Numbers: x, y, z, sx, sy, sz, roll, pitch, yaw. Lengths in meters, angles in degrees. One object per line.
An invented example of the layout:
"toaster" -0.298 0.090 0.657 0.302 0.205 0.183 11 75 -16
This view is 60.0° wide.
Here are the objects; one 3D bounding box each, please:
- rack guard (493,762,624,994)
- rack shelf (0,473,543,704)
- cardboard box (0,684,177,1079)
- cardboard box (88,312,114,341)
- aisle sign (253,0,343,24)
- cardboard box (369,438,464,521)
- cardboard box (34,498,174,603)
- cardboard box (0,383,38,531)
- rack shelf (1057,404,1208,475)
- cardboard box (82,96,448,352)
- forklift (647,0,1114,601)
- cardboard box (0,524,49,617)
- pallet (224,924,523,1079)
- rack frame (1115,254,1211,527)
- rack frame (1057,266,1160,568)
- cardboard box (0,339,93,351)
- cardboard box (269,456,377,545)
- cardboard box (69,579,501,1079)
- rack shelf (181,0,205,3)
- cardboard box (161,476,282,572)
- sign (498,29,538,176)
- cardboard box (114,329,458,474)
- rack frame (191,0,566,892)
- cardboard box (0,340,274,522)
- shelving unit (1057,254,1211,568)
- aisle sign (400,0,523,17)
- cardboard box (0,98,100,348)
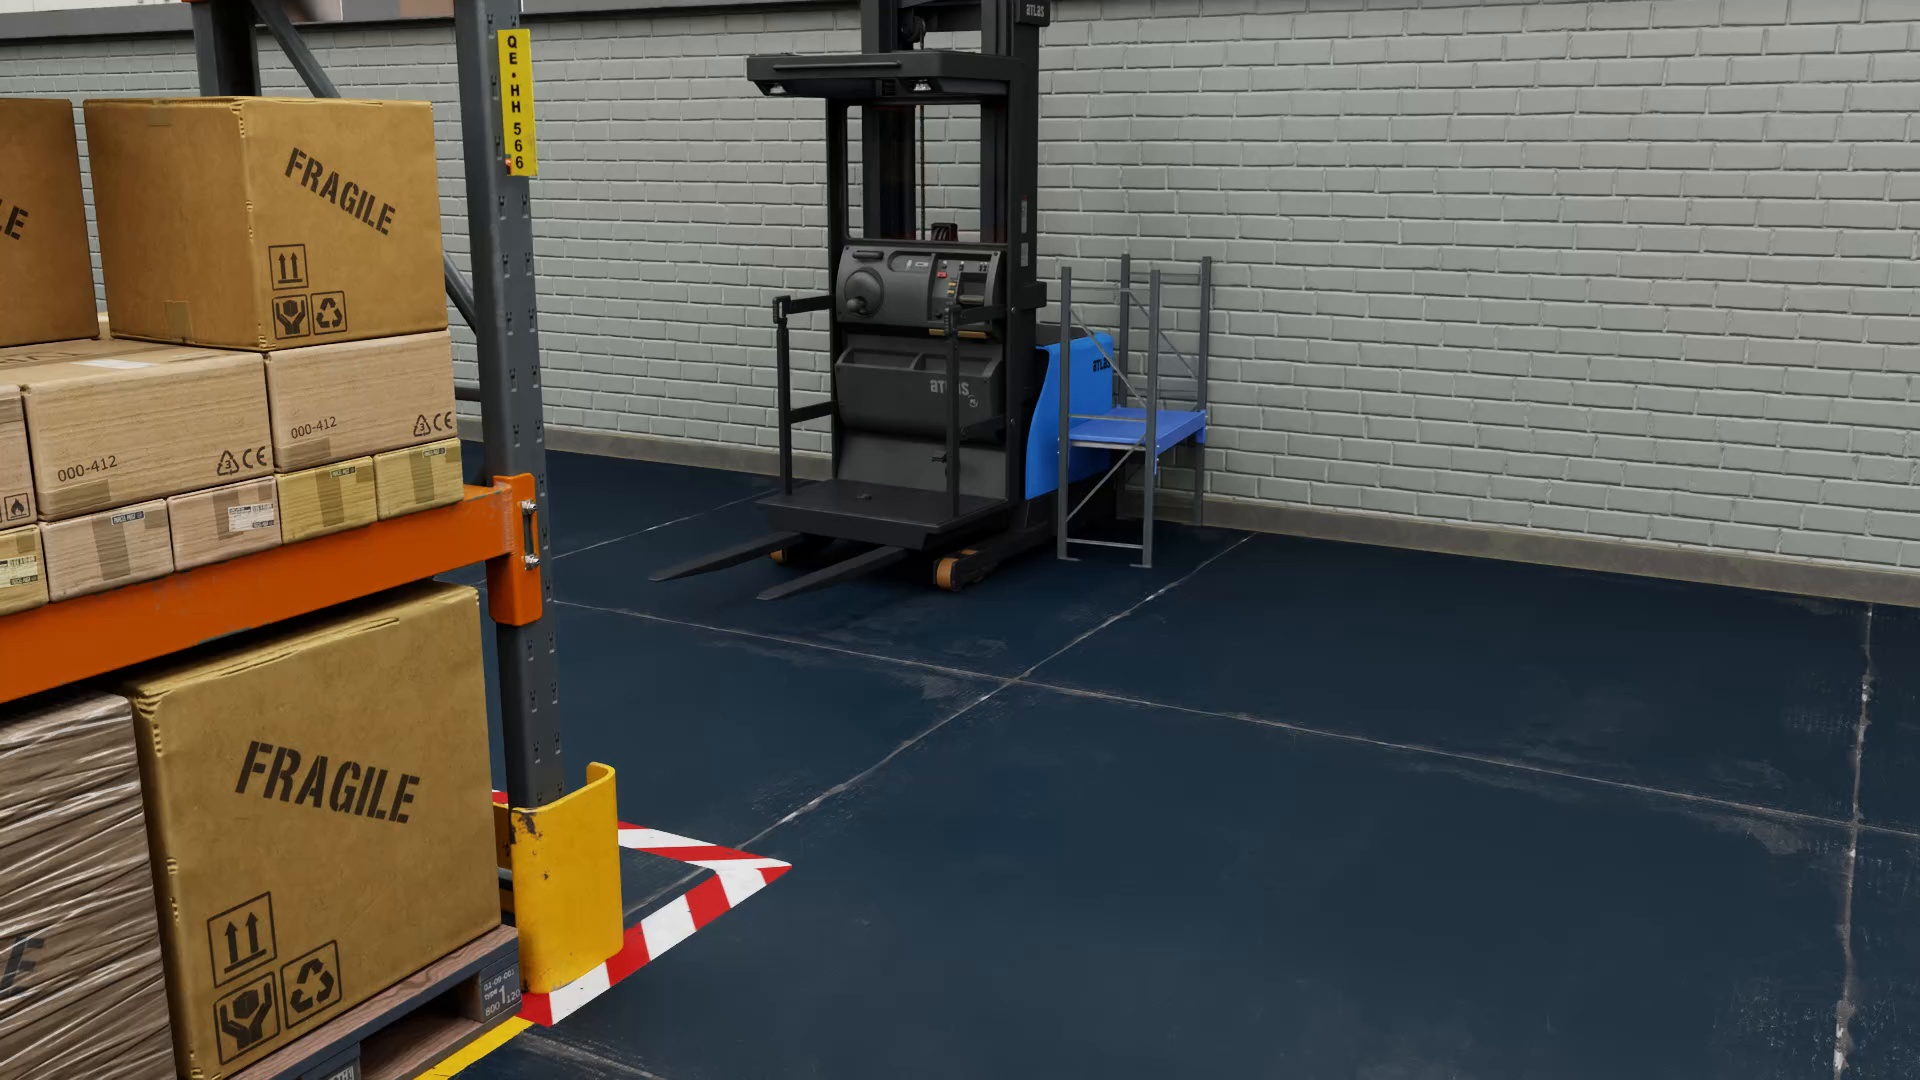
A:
"rack guard" -1.478 0.818 4.576 1.175 0.500 0.348 7 15 28
"rack shelf" -2.457 0.367 2.645 1.077 0.370 4.000 7 15 28
"cardboard box" -2.169 0.763 3.105 0.875 0.875 0.875 7 15 28
"cardboard box" -1.958 -0.397 3.963 0.500 0.250 0.500 7 15 27
"aisle sign" -1.718 -1.705 4.160 0.394 0.787 0.004 7 15 28
"cardboard box" -1.374 -0.160 3.834 0.380 0.149 0.250 8 16 29
"cardboard box" -1.742 -0.004 3.186 0.380 0.149 0.250 8 16 29
"cardboard box" -1.983 -0.126 2.843 0.500 0.250 0.500 7 15 26
"rack shelf" 0.934 -0.546 8.864 0.538 0.185 1.000 6 15 22
"cardboard box" -1.495 -0.699 3.619 0.500 0.500 0.500 8 16 29
"forklift" -0.322 -1.299 8.169 1.130 2.935 3.031 8 16 30
"cardboard box" -1.866 0.049 2.964 0.380 0.149 0.250 7 15 27
"pallet" -1.808 1.136 3.872 1.003 0.211 1.213 7 15 28
"rack frame" 1.128 -0.831 9.279 0.500 1.500 0.032 6 15 22
"rack frame" 0.741 -0.610 8.365 0.500 1.500 0.032 6 15 22
"cardboard box" -2.204 -0.289 3.518 0.500 0.250 0.500 7 15 27
"cardboard box" -1.498 -0.107 3.612 0.380 0.149 0.250 8 15 29
"cardboard box" -1.729 0.576 3.880 0.875 0.875 0.875 7 15 28
"rack shelf" -2.457 -1.091 2.293 1.077 0.370 4.000 7 15 28
"cardboard box" -1.621 -0.055 3.398 0.380 0.149 0.250 7 15 28
"sign" -1.022 -1.006 3.832 0.100 0.325 0.005 7 15 28
"cardboard box" -1.492 -0.335 3.708 0.500 0.250 0.500 7 15 27
"rack frame" -1.490 -0.393 4.262 1.000 3.000 0.127 7 15 28
"cardboard box" -1.738 -0.231 3.277 0.500 0.250 0.500 7 15 27
"shelving unit" 0.934 -0.720 8.822 0.538 1.500 1.048 6 15 22
"aisle sign" -1.192 -1.637 3.878 0.394 0.787 0.004 7 15 28
"cardboard box" -2.200 -0.658 3.450 0.500 0.500 0.500 7 15 27
